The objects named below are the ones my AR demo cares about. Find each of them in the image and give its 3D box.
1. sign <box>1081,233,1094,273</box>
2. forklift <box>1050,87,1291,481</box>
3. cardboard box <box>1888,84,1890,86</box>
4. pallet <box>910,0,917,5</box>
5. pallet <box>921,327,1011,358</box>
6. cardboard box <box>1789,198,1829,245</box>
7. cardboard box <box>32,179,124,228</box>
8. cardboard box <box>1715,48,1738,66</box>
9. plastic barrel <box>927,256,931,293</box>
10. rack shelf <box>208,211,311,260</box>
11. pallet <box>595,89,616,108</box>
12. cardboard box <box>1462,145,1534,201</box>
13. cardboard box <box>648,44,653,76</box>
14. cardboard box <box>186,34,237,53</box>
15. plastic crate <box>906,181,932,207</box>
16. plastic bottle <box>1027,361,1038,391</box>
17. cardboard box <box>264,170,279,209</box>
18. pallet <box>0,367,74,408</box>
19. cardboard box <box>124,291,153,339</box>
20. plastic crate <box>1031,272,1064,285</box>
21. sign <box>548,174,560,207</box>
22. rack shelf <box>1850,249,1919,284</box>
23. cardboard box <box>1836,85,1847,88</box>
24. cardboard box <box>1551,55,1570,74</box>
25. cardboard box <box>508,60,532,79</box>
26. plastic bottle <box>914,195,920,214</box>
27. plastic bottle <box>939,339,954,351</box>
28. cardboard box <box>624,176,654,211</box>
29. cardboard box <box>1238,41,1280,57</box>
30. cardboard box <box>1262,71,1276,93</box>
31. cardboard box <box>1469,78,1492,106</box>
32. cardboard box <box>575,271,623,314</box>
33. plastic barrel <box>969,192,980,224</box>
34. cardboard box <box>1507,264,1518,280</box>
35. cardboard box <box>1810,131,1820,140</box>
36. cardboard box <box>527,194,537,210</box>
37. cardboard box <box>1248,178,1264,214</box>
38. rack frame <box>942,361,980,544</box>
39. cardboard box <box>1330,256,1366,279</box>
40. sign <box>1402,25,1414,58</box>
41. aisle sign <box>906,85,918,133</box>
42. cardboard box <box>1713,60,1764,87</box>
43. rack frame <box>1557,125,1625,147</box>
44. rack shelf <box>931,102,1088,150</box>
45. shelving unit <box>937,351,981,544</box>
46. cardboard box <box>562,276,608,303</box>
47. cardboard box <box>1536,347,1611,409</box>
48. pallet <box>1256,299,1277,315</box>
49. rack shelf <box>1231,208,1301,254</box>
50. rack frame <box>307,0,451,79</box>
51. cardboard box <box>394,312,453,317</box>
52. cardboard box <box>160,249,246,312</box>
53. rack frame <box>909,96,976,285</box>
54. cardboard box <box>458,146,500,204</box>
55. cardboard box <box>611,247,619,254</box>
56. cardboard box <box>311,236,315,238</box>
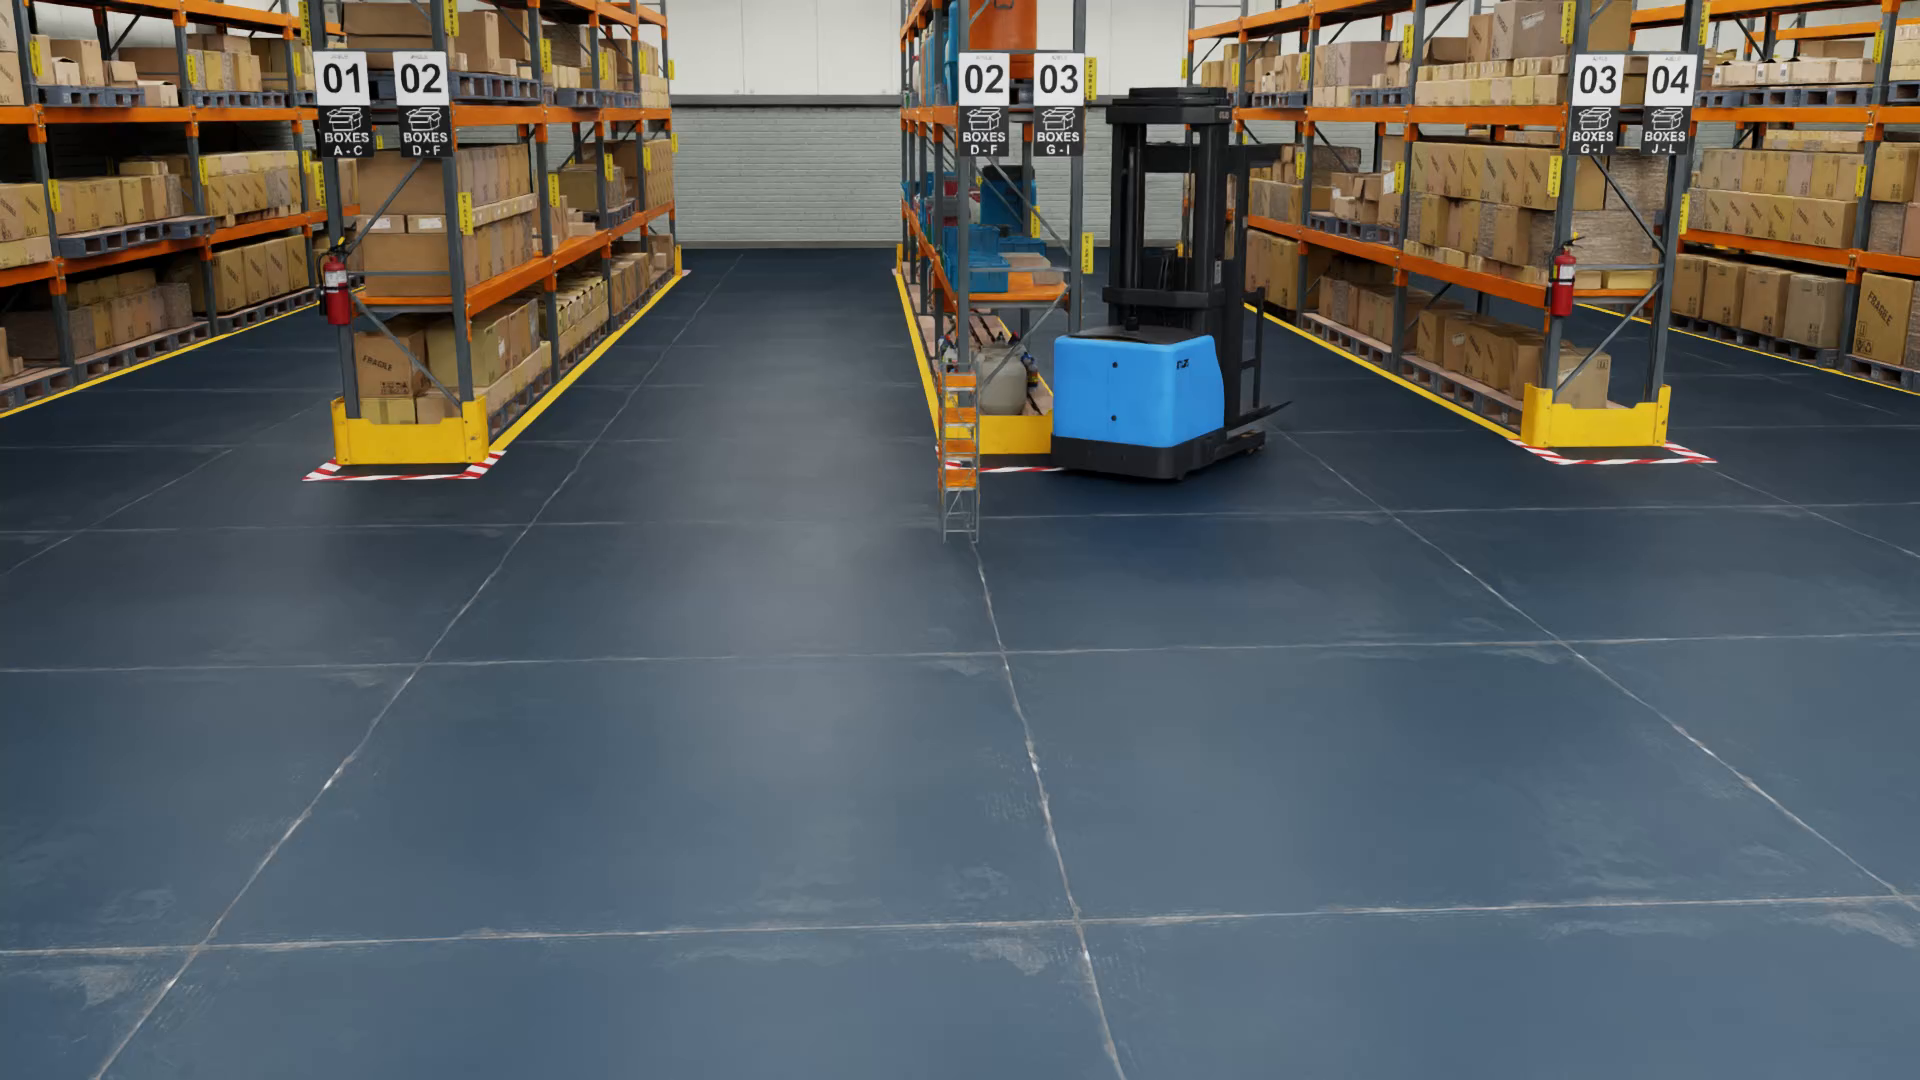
[{"bbox_3d":[1.032,-2.332,13.515,0.100,0.325,0.005,-1,14,-3],"label":"sign"},{"bbox_3d":[1.913,-2.188,13.649,1.130,2.935,3.031,9,17,31],"label":"forklift"},{"bbox_3d":[14.255,-6.866,25.098,0.396,0.266,0.258,-1,14,-4],"label":"cardboard box"},{"bbox_3d":[-0.027,-6.980,21.279,1.213,0.211,1.003,-1,14,-3],"label":"pallet"},{"bbox_3d":[0.069,-2.334,19.674,1.003,0.211,1.213,-1,14,-3],"label":"pallet"},{"bbox_3d":[9.805,-3.613,18.849,0.500,0.500,0.500,-1,14,-4],"label":"cardboard box"},{"bbox_3d":[-9.750,-3.724,18.395,0.700,0.500,0.500,1,14,4],"label":"cardboard box"},{"bbox_3d":[10.105,-6.413,22.175,0.396,0.266,0.258,-1,14,-3],"label":"cardboard box"},{"bbox_3d":[-0.200,-4.051,24.118,0.600,0.901,0.708,-1,14,-3],"label":"plastic barrel"},{"bbox_3d":[-10.025,-4.176,22.682,1.077,0.370,4.000,-1,14,-3],"label":"rack shelf"},{"bbox_3d":[-4.826,-5.299,19.959,1.213,0.211,1.003,0,14,-1],"label":"pallet"},{"bbox_3d":[5.057,-3.450,15.611,0.500,0.500,0.500,-1,14,-3],"label":"cardboard box"},{"bbox_3d":[-5.320,-7.704,26.721,0.700,0.500,0.500,-1,14,-3],"label":"cardboard box"},{"bbox_3d":[-10.176,-6.742,22.600,0.500,0.250,0.500,-1,14,-5],"label":"cardboard box"},{"bbox_3d":[-0.630,-5.307,25.546,0.392,0.384,0.575,-1,14,-3],"label":"plastic crate"},{"bbox_3d":[0.681,-1.538,15.578,0.097,0.271,0.097,0,14,0],"label":"plastic bottle"},{"bbox_3d":[-9.804,-4.862,23.064,0.500,0.500,0.500,-1,14,-3],"label":"cardboard box"},{"bbox_3d":[-9.576,-1.516,16.494,1.003,0.211,1.213,-1,14,-3],"label":"pallet"},{"bbox_3d":[-9.829,-2.599,19.240,0.700,0.500,0.500,-1,14,-4],"label":"cardboard box"},{"bbox_3d":[0.748,-2.291,14.438,0.298,0.136,0.250,-1,14,-3],"label":"plastic crate"},{"bbox_3d":[-4.155,-3.577,17.011,0.100,0.325,0.005,-1,14,-3],"label":"sign"},{"bbox_3d":[10.259,-2.468,16.041,1.077,0.370,4.000,-1,14,-3],"label":"rack shelf"},{"bbox_3d":[14.198,-7.207,26.459,0.380,0.149,0.250,-1,14,-2],"label":"cardboard box"},{"bbox_3d":[5.097,-3.905,13.663,0.380,0.149,0.250,-1,14,-3],"label":"cardboard box"},{"bbox_3d":[-4.738,-4.847,17.283,0.500,0.250,0.500,1,14,2],"label":"cardboard box"},{"bbox_3d":[-0.590,-4.903,24.312,0.152,0.276,0.135,-1,14,-3],"label":"plastic bottle"},{"bbox_3d":[-0.136,-1.914,17.027,0.152,0.276,0.135,0,14,-1],"label":"plastic bottle"},{"bbox_3d":[-4.964,-5.279,25.323,0.500,0.500,0.500,-1,14,-2],"label":"cardboard box"},{"bbox_3d":[4.631,-7.602,25.782,0.500,0.250,0.500,-2,15,-7],"label":"cardboard box"},{"bbox_3d":[4.661,-6.590,23.937,0.500,0.311,0.500,-1,14,-5],"label":"cardboard box"},{"bbox_3d":[5.049,-4.140,15.378,0.500,0.250,0.500,-1,14,-4],"label":"cardboard box"},{"bbox_3d":[-4.700,-3.225,21.674,0.500,0.500,0.500,0,14,-1],"label":"cardboard box"},{"bbox_3d":[0.322,-3.783,19.436,0.433,0.535,0.433,0,14,0],"label":"plastic barrel"},{"bbox_3d":[5.121,-2.399,14.836,0.380,0.149,0.250,-1,14,-3],"label":"cardboard box"},{"bbox_3d":[14.221,-6.642,27.312,0.380,0.149,0.250,-1,14,-5],"label":"cardboard box"},{"bbox_3d":[-4.479,-3.408,16.751,0.380,0.149,0.250,-1,14,-3],"label":"cardboard box"},{"bbox_3d":[4.494,-5.057,24.460,0.500,0.500,0.500,-1,14,-3],"label":"cardboard box"},{"bbox_3d":[0.005,-0.562,10.801,0.240,1.200,0.015,-1,14,-3],"label":"rack frame"},{"bbox_3d":[5.002,-3.456,21.069,0.500,0.250,0.500,0,14,-1],"label":"cardboard box"},{"bbox_3d":[4.625,-5.146,17.161,0.100,0.325,0.005,-1,14,-3],"label":"sign"},{"bbox_3d":[-0.809,-7.442,28.715,0.394,0.787,0.004,-1,14,-3],"label":"aisle sign"},{"bbox_3d":[9.713,-5.786,20.611,0.500,0.311,0.500,-1,14,-3],"label":"cardboard box"},{"bbox_3d":[9.639,-5.303,25.617,1.000,3.000,0.127,-1,14,-3],"label":"rack frame"},{"bbox_3d":[0.359,-3.792,15.170,1.077,0.370,4.000,-1,14,-3],"label":"rack shelf"},{"bbox_3d":[-0.010,-0.622,11.037,0.258,1.200,0.503,-1,14,-3],"label":"shelving unit"},{"bbox_3d":[-4.679,-3.122,20.689,0.500,0.311,0.500,-1,14,-2],"label":"cardboard box"},{"bbox_3d":[5.404,-1.416,14.682,0.500,0.500,0.500,2,15,7],"label":"cardboard box"},{"bbox_3d":[4.884,-3.406,23.842,1.003,0.211,1.213,-1,14,-3],"label":"pallet"},{"bbox_3d":[4.807,-4.406,23.574,1.077,0.370,4.000,-1,14,-3],"label":"rack shelf"},{"bbox_3d":[-4.461,-5.021,12.480,1.000,3.000,0.127,-1,14,-3],"label":"rack frame"},{"bbox_3d":[-4.898,-1.852,15.374,0.500,0.500,0.500,-1,14,-3],"label":"cardboard box"},{"bbox_3d":[-9.816,-3.375,21.594,0.750,0.750,0.750,-1,14,-4],"label":"cardboard box"},{"bbox_3d":[-0.261,-5.175,25.120,1.000,3.000,0.127,-1,14,-3],"label":"rack frame"},{"bbox_3d":[-4.582,-3.302,15.036,0.700,0.500,0.500,-1,14,-3],"label":"cardboard box"},{"bbox_3d":[-5.523,-4.239,25.617,0.500,0.500,0.500,-1,14,-3],"label":"cardboard box"},{"bbox_3d":[-10.334,-4.674,26.045,0.380,0.149,0.250,-1,14,-5],"label":"cardboard box"}]
